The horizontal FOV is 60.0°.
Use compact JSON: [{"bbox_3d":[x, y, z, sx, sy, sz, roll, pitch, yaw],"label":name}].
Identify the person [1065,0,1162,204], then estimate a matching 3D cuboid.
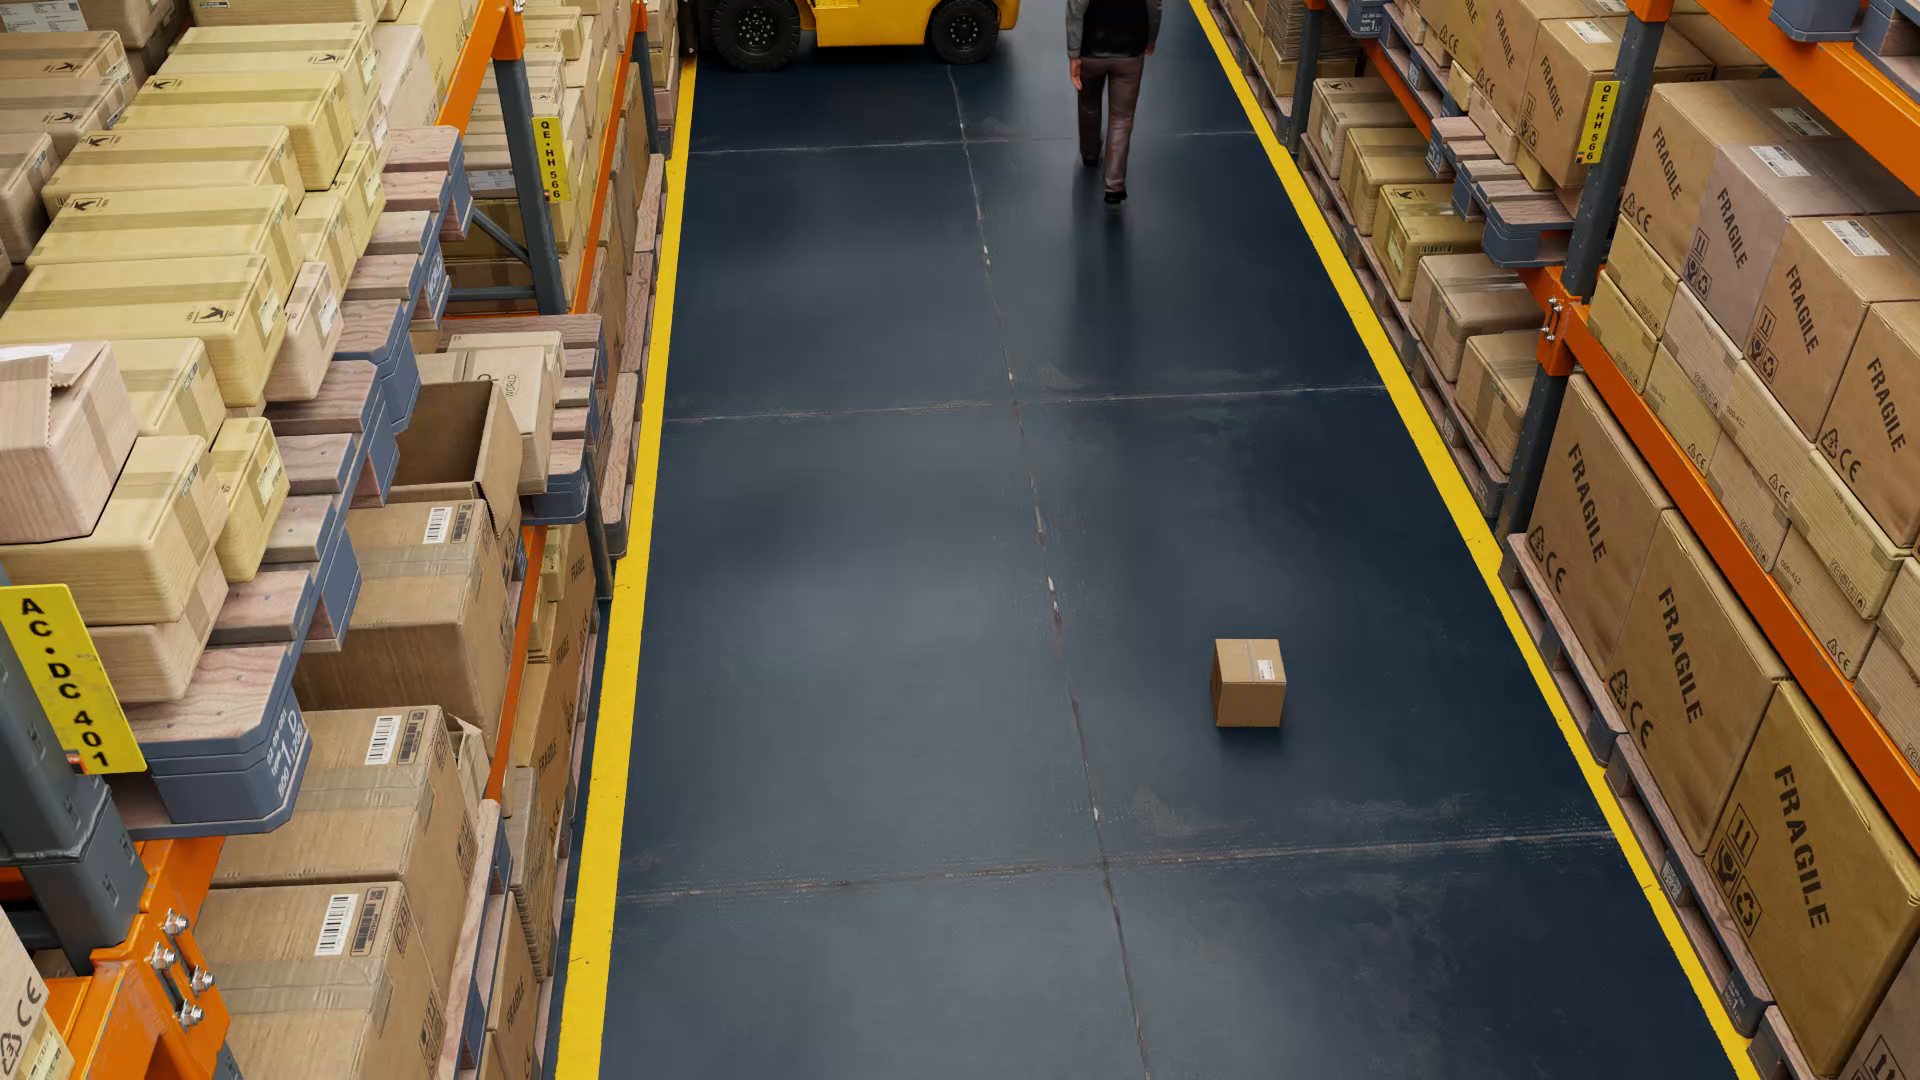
[{"bbox_3d":[0.890,-2.859,9.725,0.547,1.685,0.993,3,39,3],"label":"person"}]
